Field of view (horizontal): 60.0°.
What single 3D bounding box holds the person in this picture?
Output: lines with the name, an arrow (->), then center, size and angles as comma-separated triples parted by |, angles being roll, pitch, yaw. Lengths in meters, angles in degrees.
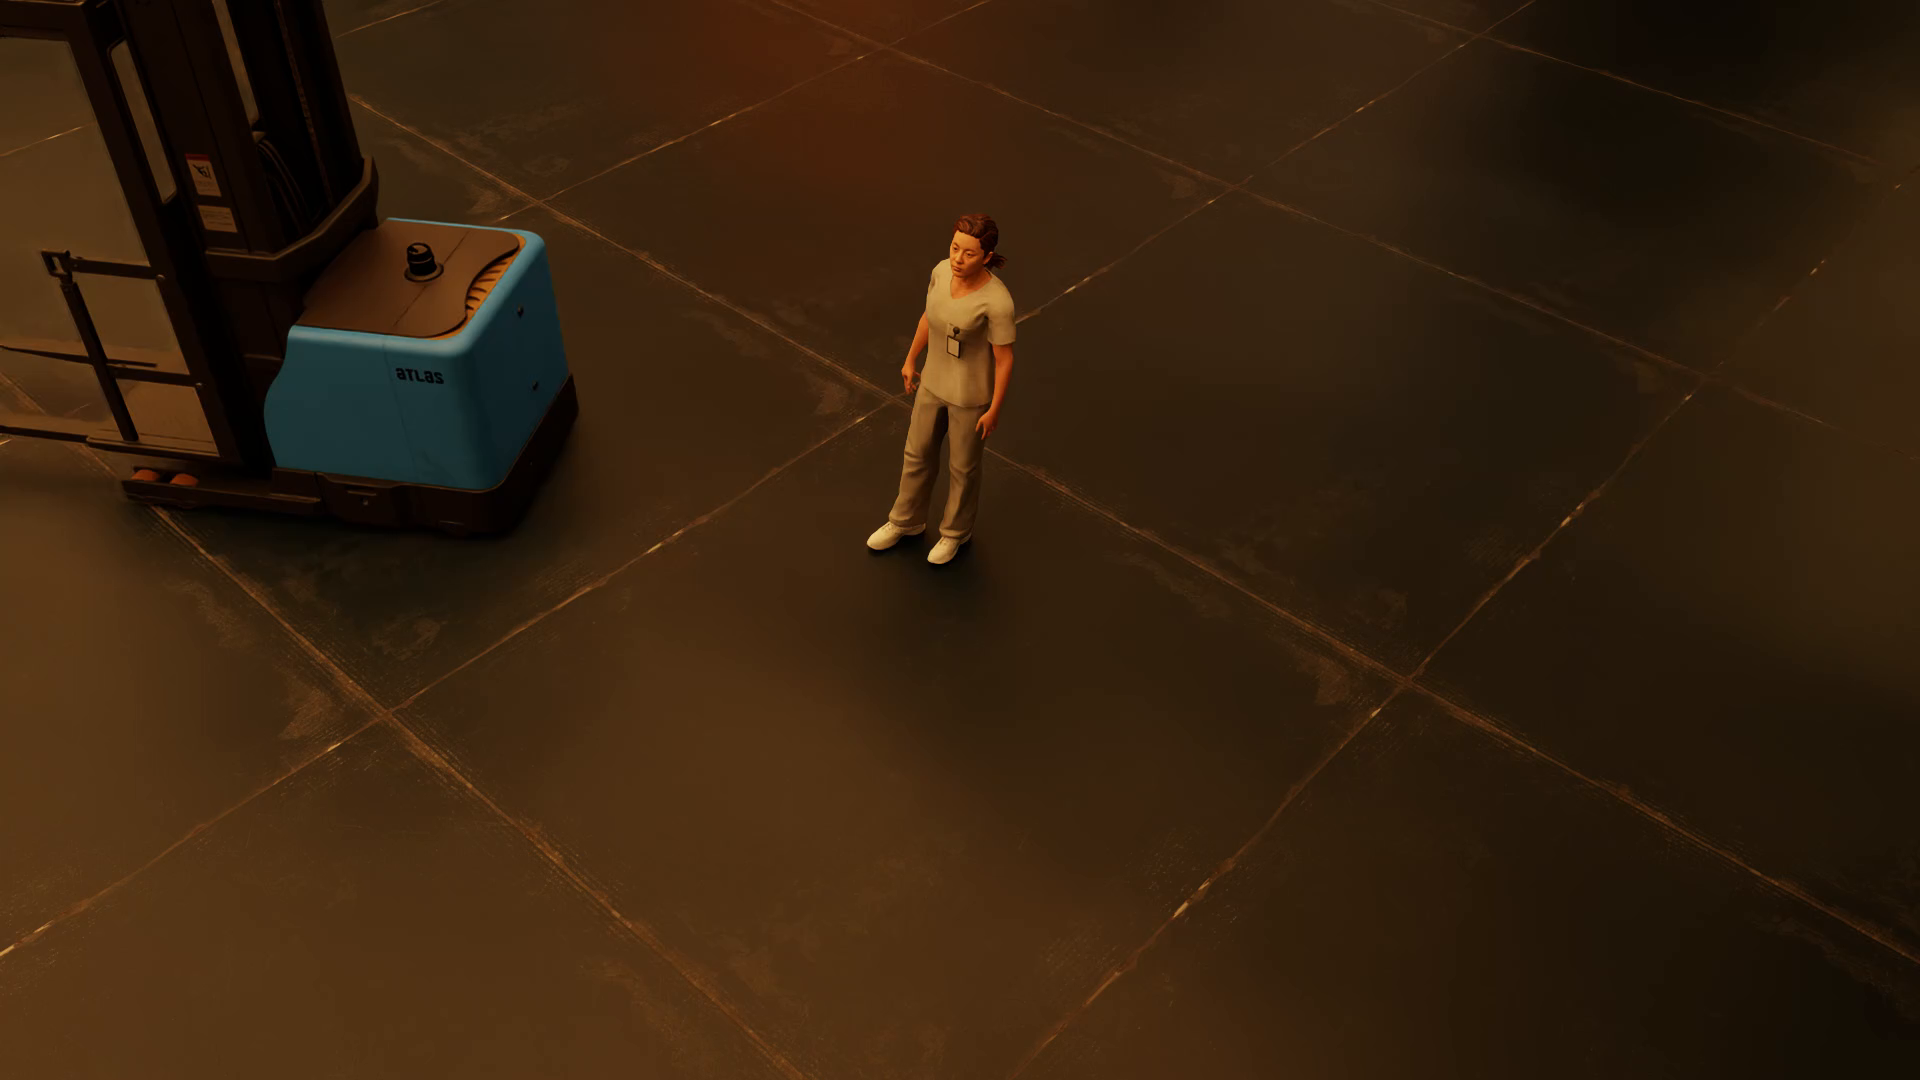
person -> -0.060, -0.612, 7.095 | 0.549, 1.675, 0.549 | 31, 49, 31

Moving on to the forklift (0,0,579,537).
forklift -> -3.472, -1.590, 7.281 | 3.031, 2.935, 1.130 | 7, 41, 8
